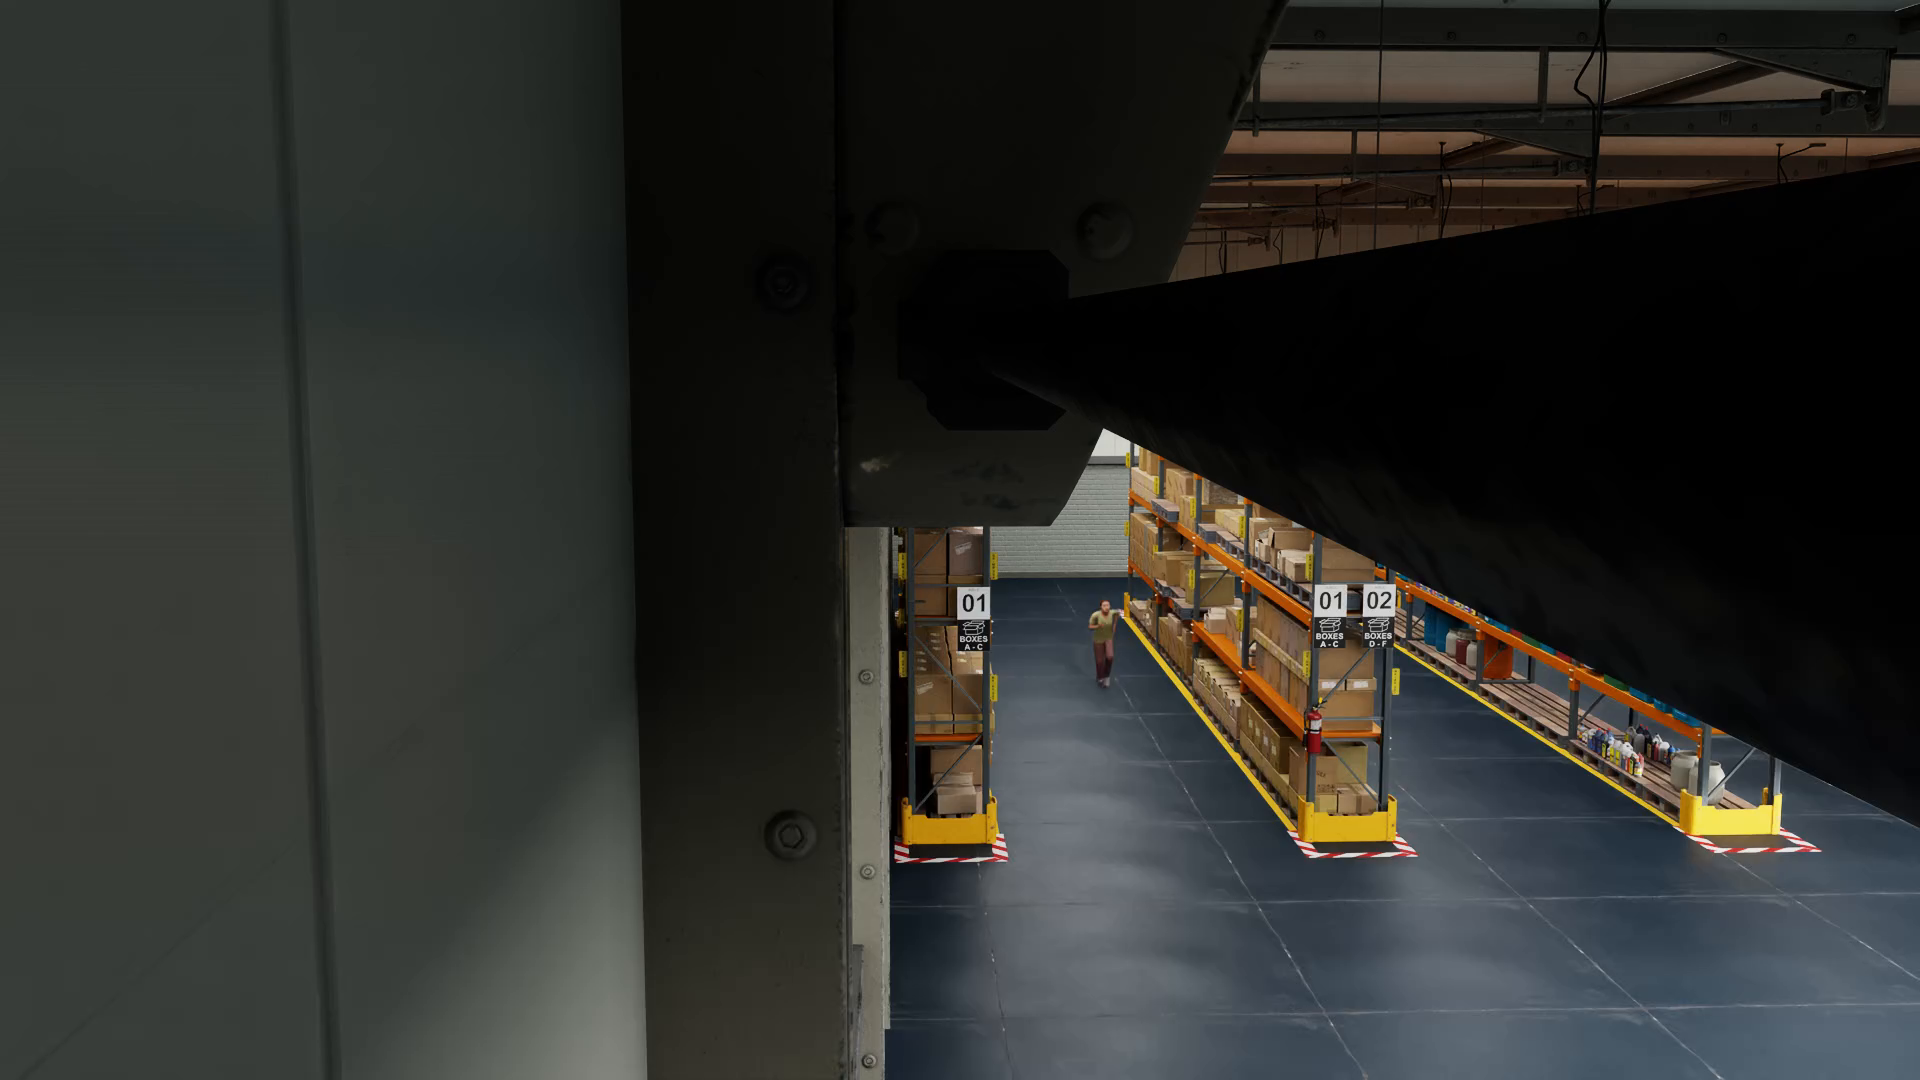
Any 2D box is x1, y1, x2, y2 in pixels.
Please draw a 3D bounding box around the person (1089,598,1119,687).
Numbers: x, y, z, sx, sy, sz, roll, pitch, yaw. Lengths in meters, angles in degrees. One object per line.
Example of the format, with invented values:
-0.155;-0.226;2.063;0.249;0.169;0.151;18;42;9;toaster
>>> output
2.516;1.781;29.154;0.561;1.587;0.842;0;7;-1;person
